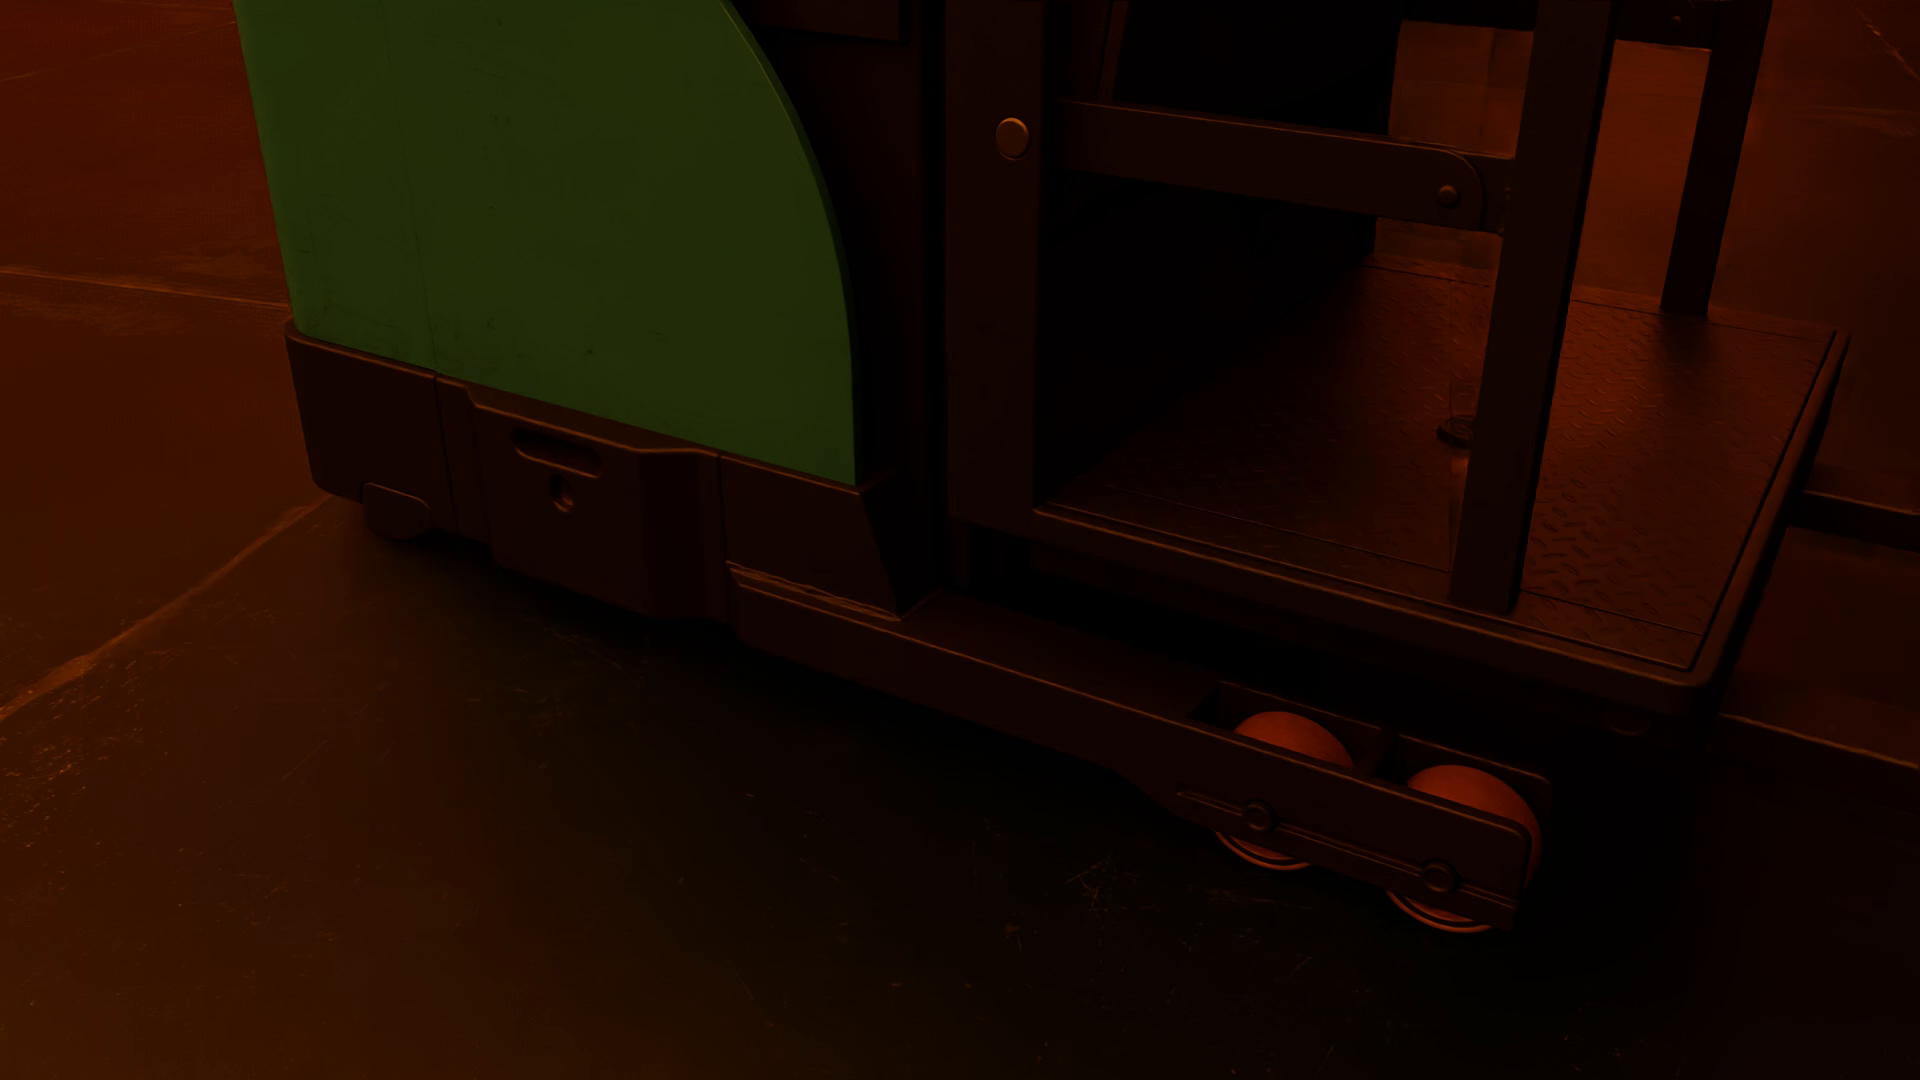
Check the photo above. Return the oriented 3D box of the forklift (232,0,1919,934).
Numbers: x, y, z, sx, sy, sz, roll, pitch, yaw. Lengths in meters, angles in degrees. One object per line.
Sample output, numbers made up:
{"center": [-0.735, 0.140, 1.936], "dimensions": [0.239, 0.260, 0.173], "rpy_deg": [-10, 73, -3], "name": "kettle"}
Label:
{"center": [0.533, -1.179, 1.586], "dimensions": [3.031, 2.935, 1.130], "rpy_deg": [16, 31, 28], "name": "forklift"}
